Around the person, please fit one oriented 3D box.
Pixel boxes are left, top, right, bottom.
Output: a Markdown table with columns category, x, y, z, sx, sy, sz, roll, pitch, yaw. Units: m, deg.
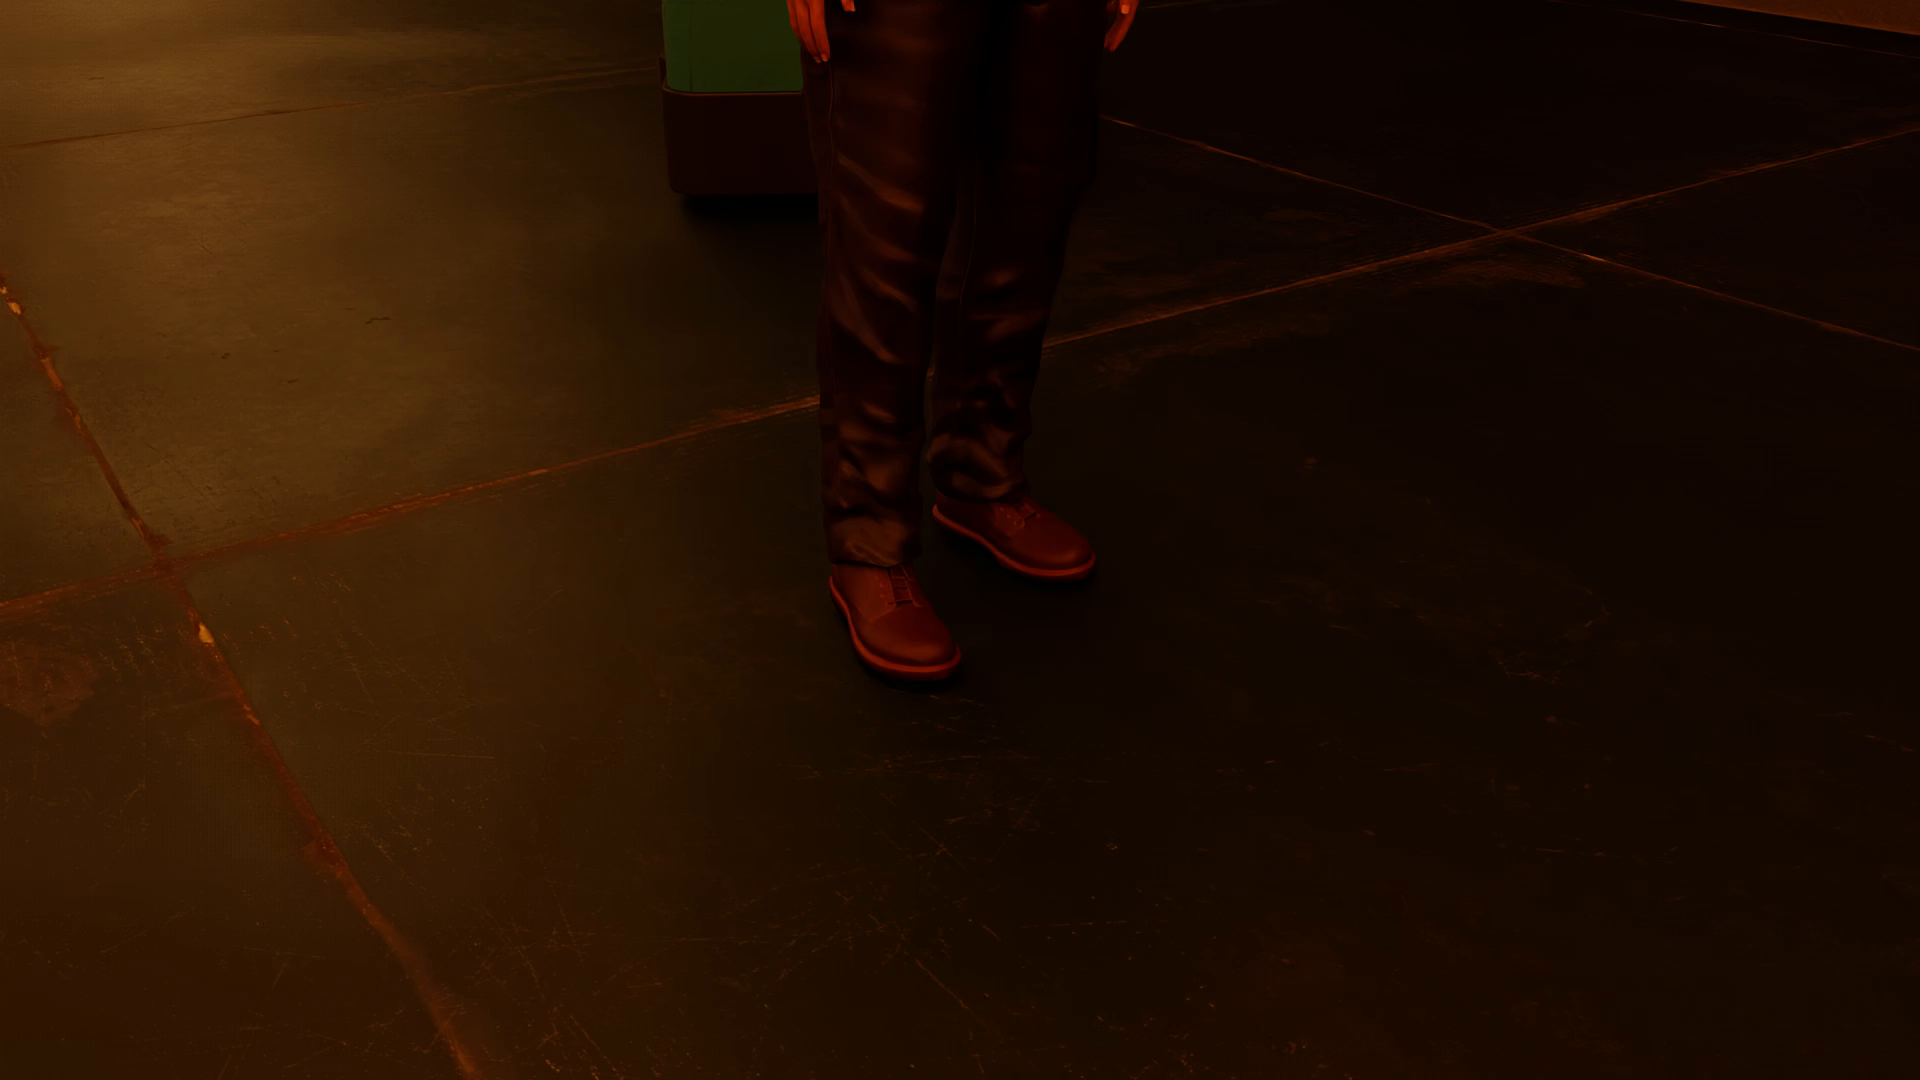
| category | x | y | z | sx | sy | sz | roll | pitch | yaw |
| --- | --- | --- | --- | --- | --- | --- | --- | --- | --- |
| person | 0.033 | -0.704 | 2.050 | 0.599 | 1.650 | 0.503 | -17 | 31 | -31 |

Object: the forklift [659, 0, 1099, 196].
| category | x | y | z | sx | sy | sz | roll | pitch | yaw |
| --- | --- | --- | --- | --- | --- | --- | --- | --- | --- |
| forklift | -0.297 | -2.761 | 4.735 | 1.130 | 2.935 | 3.031 | -2 | 27 | -4 |
